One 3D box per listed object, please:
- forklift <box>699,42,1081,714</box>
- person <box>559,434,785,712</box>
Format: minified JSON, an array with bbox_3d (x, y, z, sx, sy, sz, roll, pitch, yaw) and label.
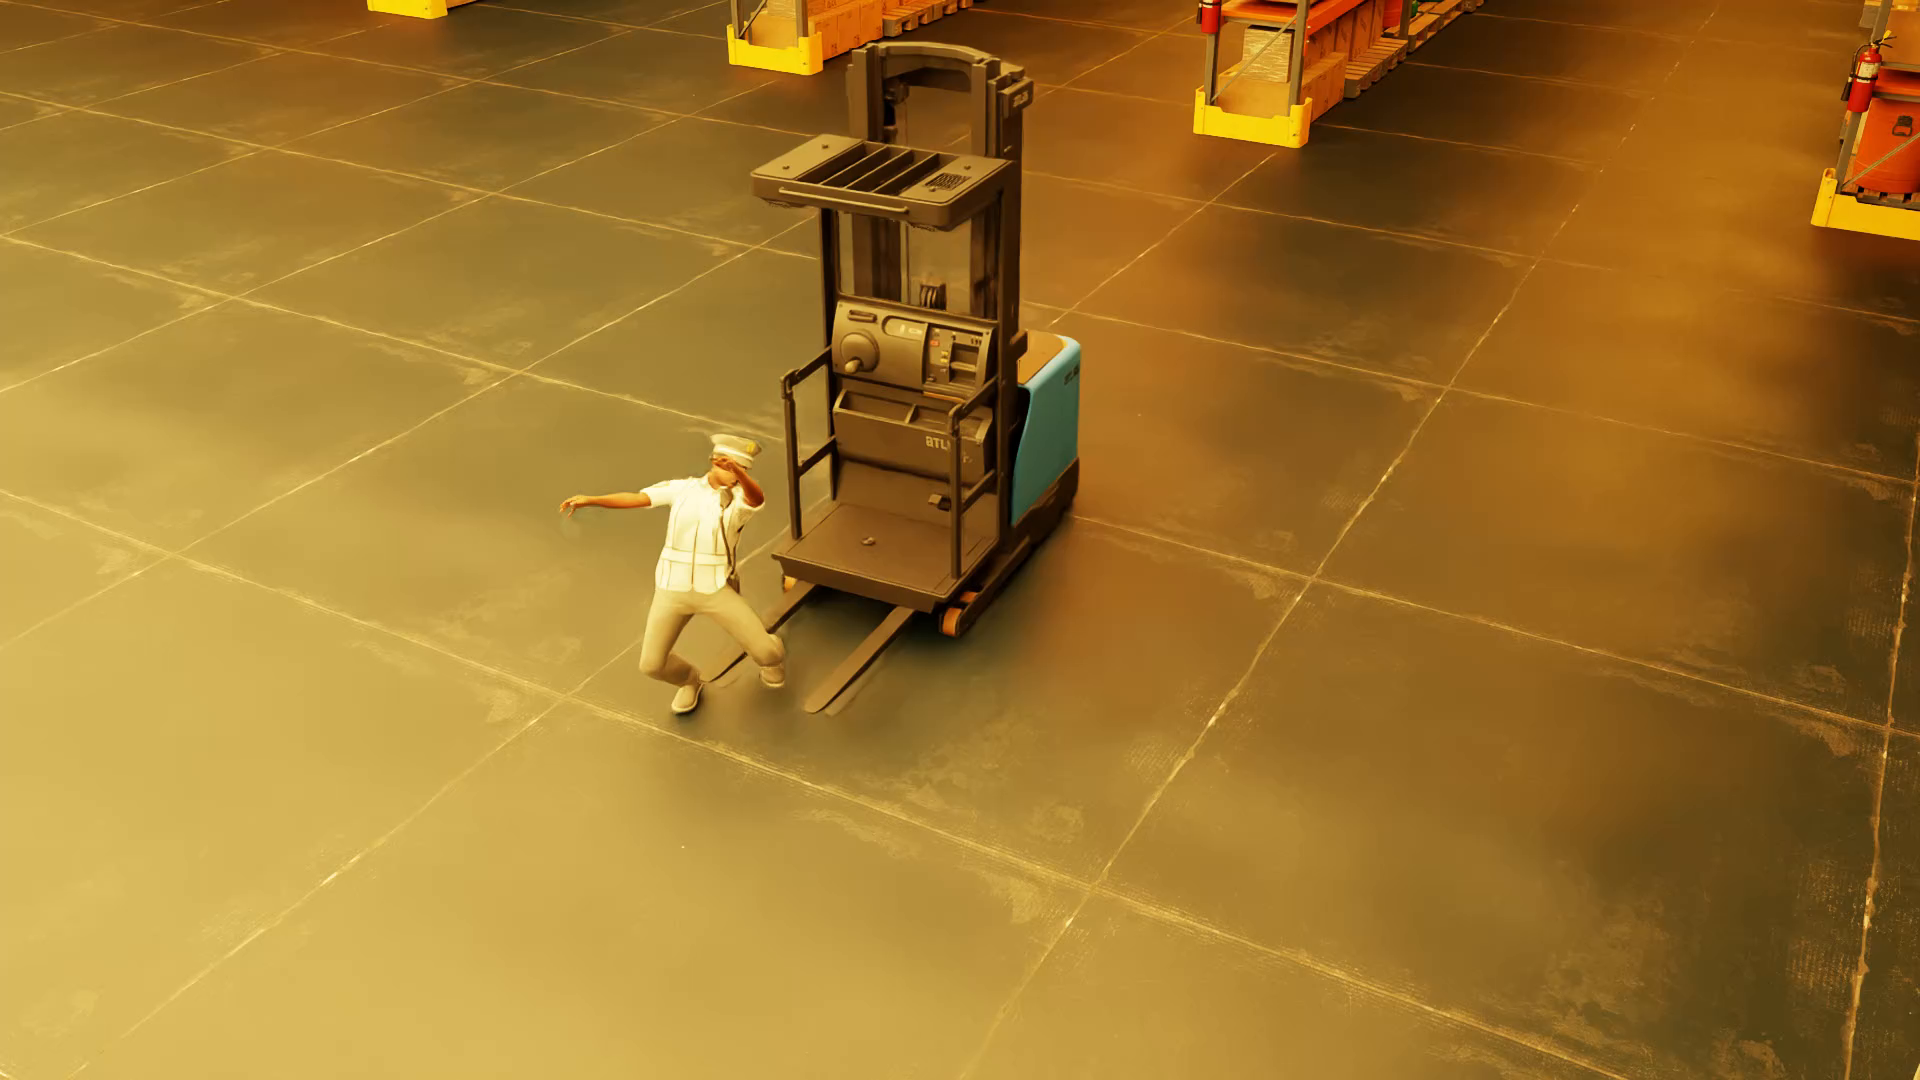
[{"bbox_3d":[-0.354,-0.986,8.779,1.130,2.935,3.031,14,33,22],"label":"forklift"},{"bbox_3d":[-1.379,0.135,8.192,0.993,1.543,0.695,-1,30,-1],"label":"person"}]
